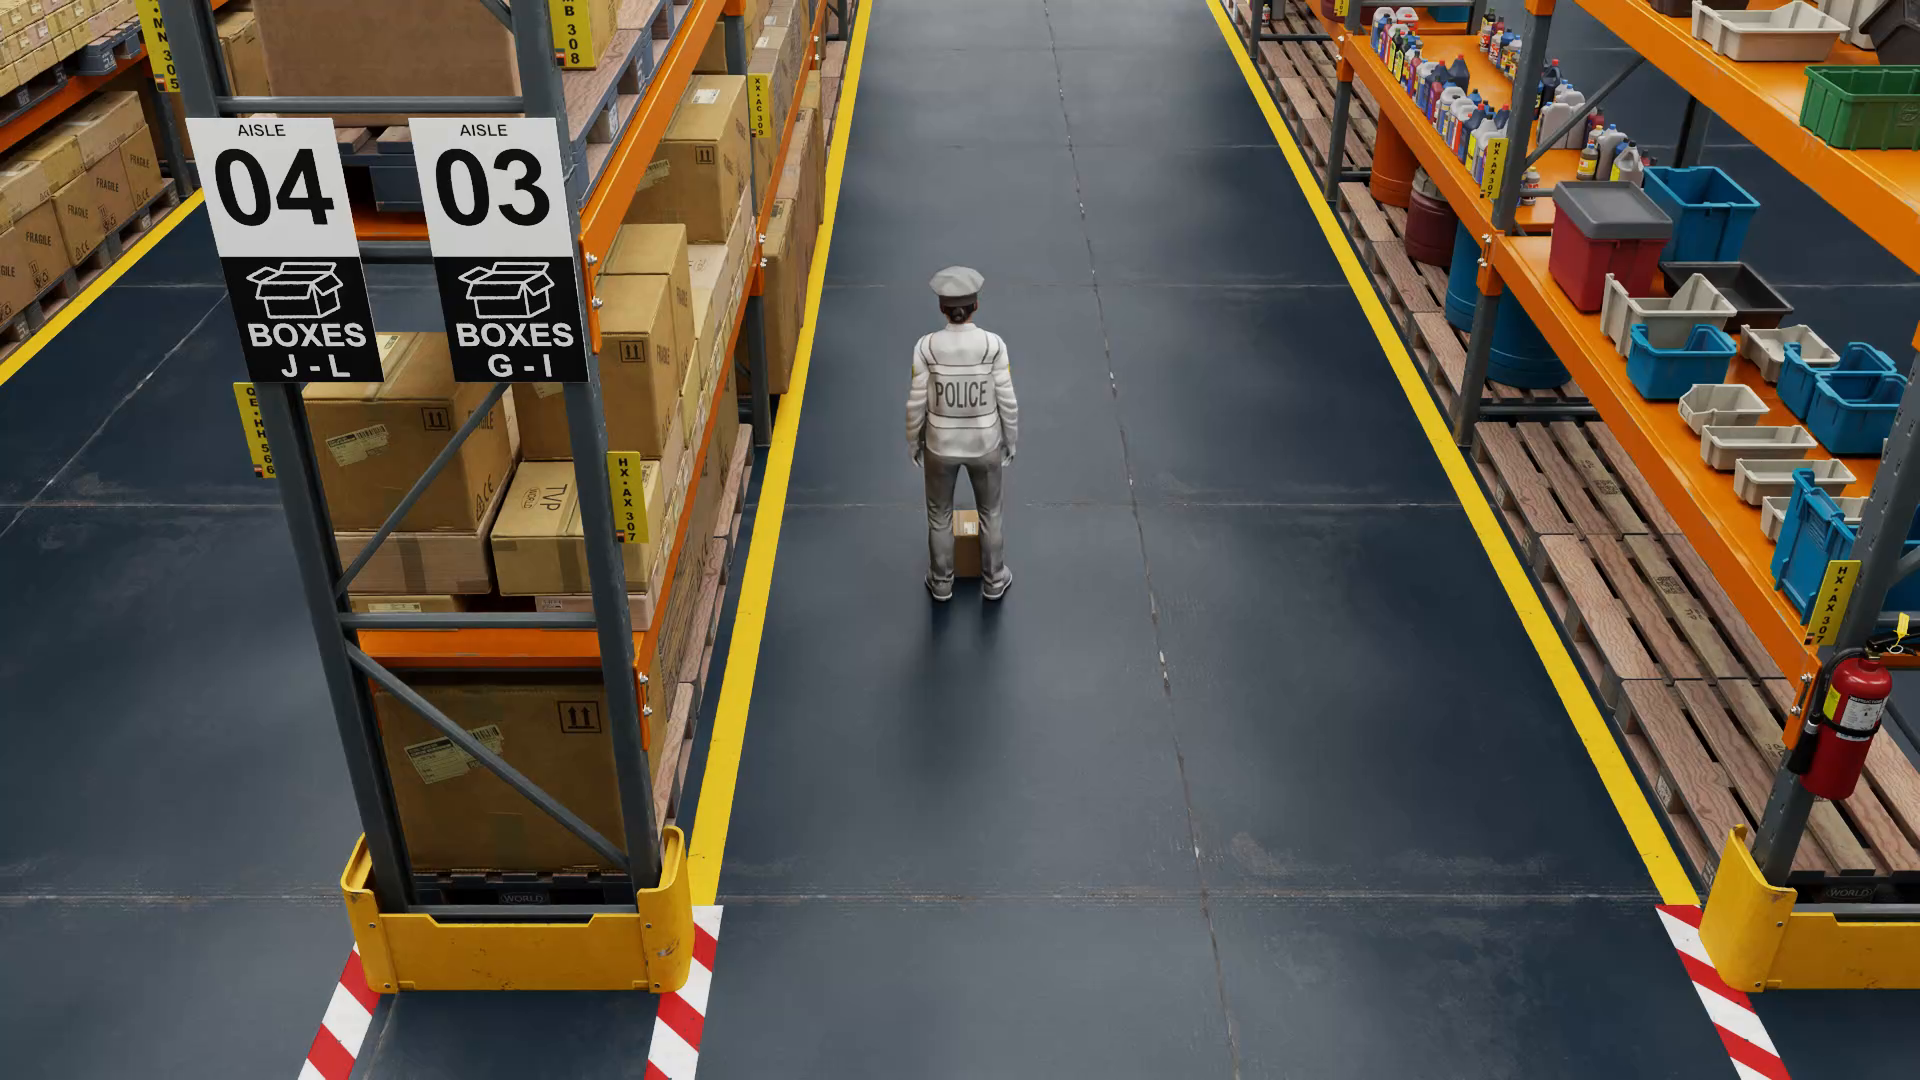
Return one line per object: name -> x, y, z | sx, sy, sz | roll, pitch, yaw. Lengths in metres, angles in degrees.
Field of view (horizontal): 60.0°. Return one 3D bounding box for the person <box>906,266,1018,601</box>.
person -> 0.010, -0.454, 7.867 | 0.526, 1.663, 0.375 | 0, 32, -1
